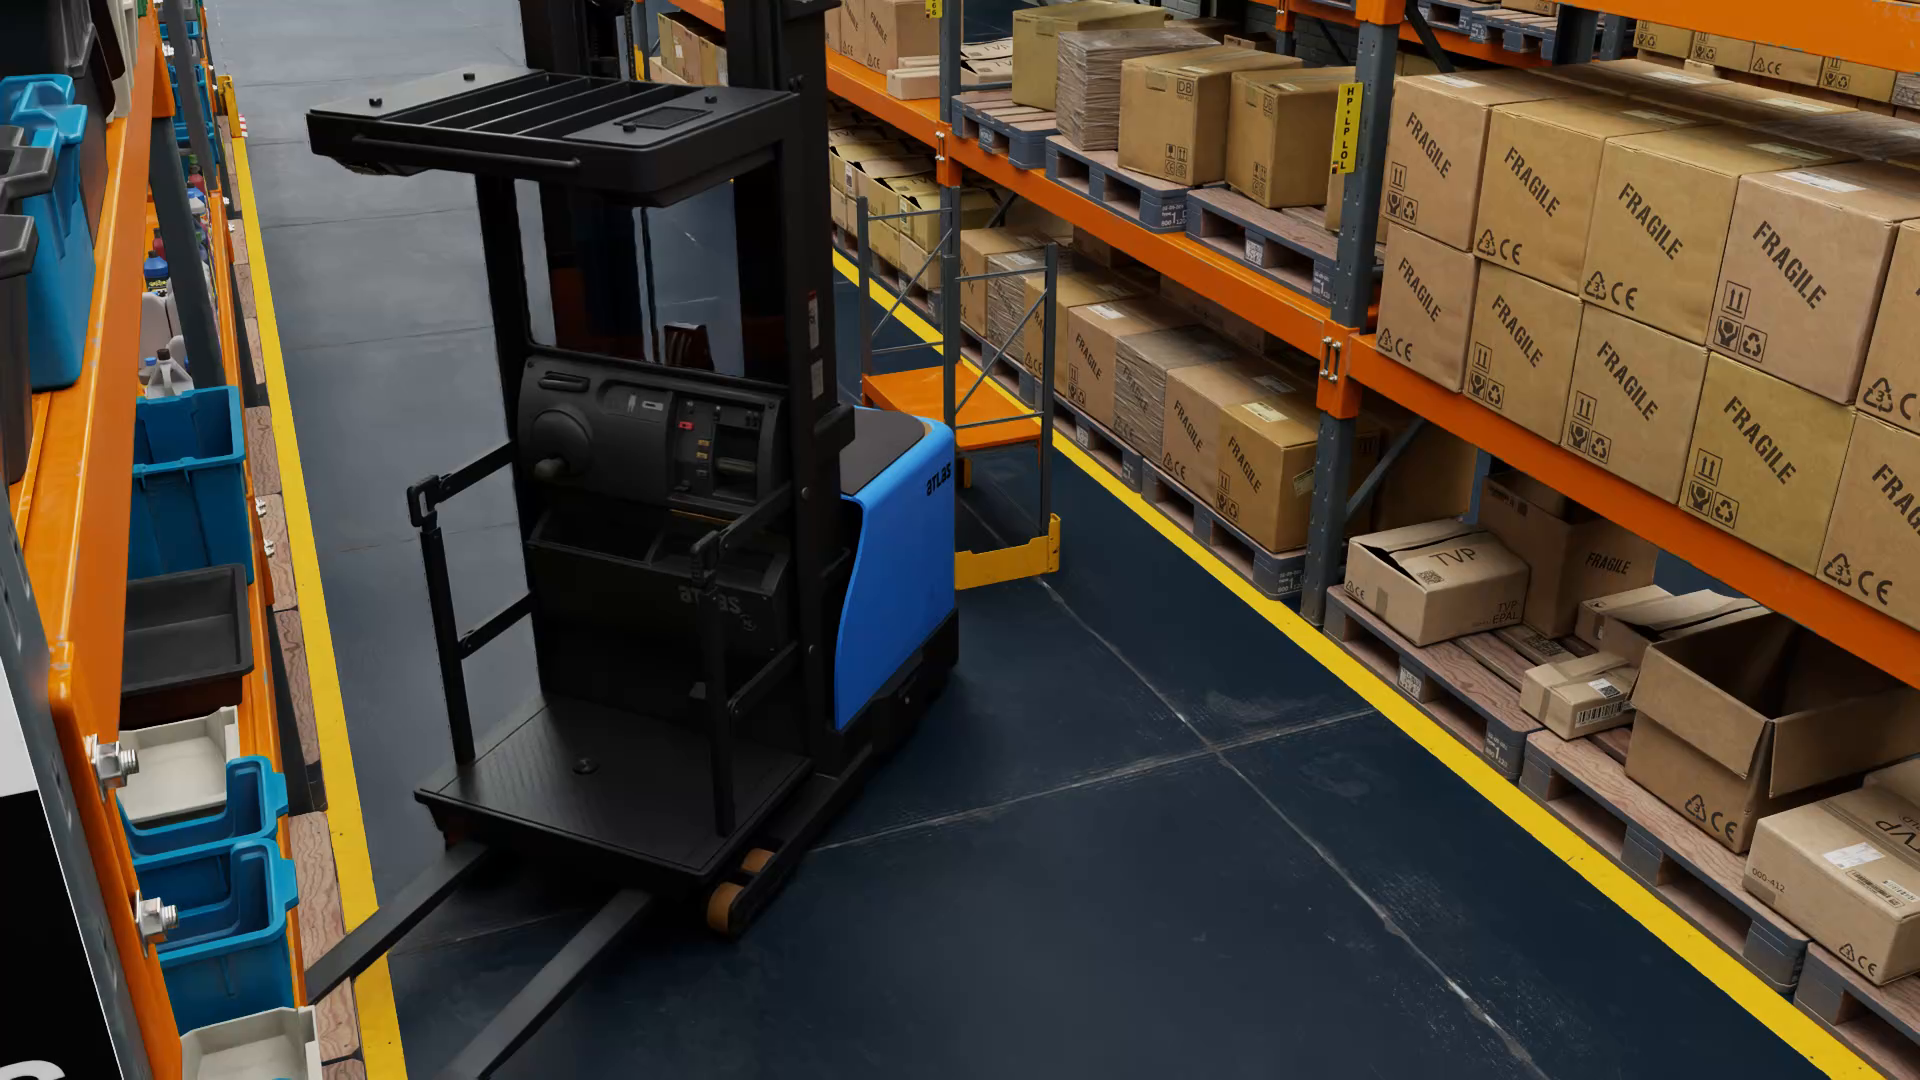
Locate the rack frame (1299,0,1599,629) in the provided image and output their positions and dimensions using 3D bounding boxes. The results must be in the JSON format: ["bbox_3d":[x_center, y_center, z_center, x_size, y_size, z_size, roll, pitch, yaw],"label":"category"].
[{"bbox_3d":[1.929,-1.084,6.552,1.000,3.000,0.127,-11,28,-21],"label":"rack frame"}]

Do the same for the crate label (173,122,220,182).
[{"bbox_3d":[-4.017,-2.009,8.636,0.303,0.233,0.416,-11,28,-21],"label":"crate label"}]

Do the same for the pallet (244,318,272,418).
[{"bbox_3d":[-4.465,-0.916,9.385,1.003,0.211,1.213,-11,28,-21],"label":"pallet"}]

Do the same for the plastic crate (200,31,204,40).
[{"bbox_3d":[-5.852,-3.670,11.918,0.767,0.338,0.504,-11,28,-21],"label":"plastic crate"}]

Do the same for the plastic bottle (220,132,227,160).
[{"bbox_3d":[-6.080,-3.224,13.538,0.152,0.276,0.135,-11,28,-22],"label":"plastic bottle"}]

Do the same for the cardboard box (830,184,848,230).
[{"bbox_3d":[-0.672,-2.441,11.986,0.500,0.250,0.500,-10,28,-20],"label":"cardboard box"}]

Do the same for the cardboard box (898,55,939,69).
[{"bbox_3d":[-0.189,-3.091,10.949,0.380,0.149,0.250,-8,27,-17],"label":"cardboard box"}]

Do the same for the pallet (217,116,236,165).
[{"bbox_3d":[-6.944,-3.475,14.626,1.003,0.211,1.213,-11,28,-21],"label":"pallet"}]

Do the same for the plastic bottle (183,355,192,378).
[{"bbox_3d":[-2.534,-0.535,5.573,0.097,0.271,0.097,0,26,0],"label":"plastic bottle"}]

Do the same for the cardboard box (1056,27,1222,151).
[{"bbox_3d":[0.895,-2.296,8.441,0.700,0.500,0.500,-5,27,-11],"label":"cardboard box"}]

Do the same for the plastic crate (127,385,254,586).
[{"bbox_3d":[-2.134,-0.125,4.536,0.392,0.384,0.575,-11,28,-21],"label":"plastic crate"}]

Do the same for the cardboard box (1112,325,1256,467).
[{"bbox_3d":[1.090,-0.712,8.138,0.500,0.500,0.500,-10,28,-20],"label":"cardboard box"}]

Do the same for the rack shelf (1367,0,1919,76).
[{"bbox_3d":[2.712,-1.302,4.398,1.077,0.370,4.000,-11,28,-21],"label":"rack shelf"}]

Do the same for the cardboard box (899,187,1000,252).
[{"bbox_3d":[-0.070,-2.073,10.594,0.500,0.311,0.500,-10,28,-19],"label":"cardboard box"}]

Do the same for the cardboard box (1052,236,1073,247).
[{"bbox_3d":[0.427,-1.914,10.907,0.500,0.250,0.500,-11,28,-21],"label":"cardboard box"}]

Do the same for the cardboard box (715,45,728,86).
[{"bbox_3d":[-1.772,-3.958,14.237,0.500,0.500,0.500,-11,28,-21],"label":"cardboard box"}]

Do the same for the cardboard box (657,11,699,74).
[{"bbox_3d":[-2.568,-4.763,15.886,0.500,0.500,0.500,-11,28,-21],"label":"cardboard box"}]

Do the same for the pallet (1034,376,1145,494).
[{"bbox_3d":[1.094,-0.646,8.833,1.003,0.211,1.213,-11,28,-21],"label":"pallet"}]

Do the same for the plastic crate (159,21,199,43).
[{"bbox_3d":[-5.045,-3.065,10.628,0.392,0.384,0.575,-11,28,-21],"label":"plastic crate"}]

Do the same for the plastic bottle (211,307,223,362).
[{"bbox_3d":[-2.730,-0.762,6.025,0.061,0.283,0.133,-11,28,-21],"label":"plastic bottle"}]

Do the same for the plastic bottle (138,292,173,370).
[{"bbox_3d":[-2.964,-0.779,6.068,0.152,0.276,0.135,-11,28,-21],"label":"plastic bottle"}]

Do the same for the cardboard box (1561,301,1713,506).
[{"bbox_3d":[2.275,-0.468,5.176,0.500,0.500,0.500,-11,28,-21],"label":"cardboard box"}]

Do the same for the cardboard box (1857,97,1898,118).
[{"bbox_3d":[5.542,-2.551,9.819,0.380,0.149,0.250,-10,28,-19],"label":"cardboard box"}]

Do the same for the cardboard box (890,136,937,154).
[{"bbox_3d":[-0.186,-2.791,12.063,0.500,0.311,0.500,-11,28,-21],"label":"cardboard box"}]

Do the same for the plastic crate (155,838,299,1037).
[{"bbox_3d":[-1.374,0.740,2.937,0.416,0.233,0.300,-11,28,-21],"label":"plastic crate"}]

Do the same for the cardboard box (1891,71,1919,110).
[{"bbox_3d":[5.675,-2.676,9.337,0.500,0.500,0.500,-11,28,-20],"label":"cardboard box"}]

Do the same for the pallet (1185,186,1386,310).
[{"bbox_3d":[1.716,-1.339,7.293,1.003,0.211,1.213,-11,28,-21],"label":"pallet"}]

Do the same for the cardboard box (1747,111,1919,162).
[{"bbox_3d":[2.765,-1.009,5.144,0.500,0.500,0.500,-10,28,-20],"label":"cardboard box"}]

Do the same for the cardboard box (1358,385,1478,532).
[{"bbox_3d":[1.963,-0.396,7.490,0.500,0.500,0.500,-12,28,-23],"label":"cardboard box"}]

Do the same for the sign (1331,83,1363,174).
[{"bbox_3d":[1.419,-1.508,6.100,0.100,0.325,0.005,-11,28,-21],"label":"sign"}]

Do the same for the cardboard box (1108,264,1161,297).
[{"bbox_3d":[1.147,-1.227,9.193,0.500,0.500,0.500,-12,28,-22],"label":"cardboard box"}]

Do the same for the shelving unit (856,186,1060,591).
[{"bbox_3d":[-0.030,-0.705,7.484,0.587,1.500,1.083,-11,28,-21],"label":"shelving unit"}]

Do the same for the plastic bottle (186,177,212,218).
[{"bbox_3d":[-3.618,-1.621,7.877,0.097,0.201,0.097,0,26,0],"label":"plastic bottle"}]

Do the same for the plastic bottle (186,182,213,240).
[{"bbox_3d":[-3.451,-1.480,7.510,0.097,0.271,0.097,0,26,0],"label":"plastic bottle"}]

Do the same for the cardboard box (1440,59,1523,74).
[{"bbox_3d":[4.217,-3.693,13.387,0.500,0.250,0.500,-11,28,-21],"label":"cardboard box"}]

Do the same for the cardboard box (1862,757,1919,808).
[{"bbox_3d":[3.151,0.896,5.128,0.500,0.250,0.500,-11,28,-21],"label":"cardboard box"}]

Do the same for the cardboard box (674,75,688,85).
[{"bbox_3d":[-2.371,-4.224,15.638,0.500,0.250,0.500,-11,28,-21],"label":"cardboard box"}]

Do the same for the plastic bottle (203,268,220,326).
[{"bbox_3d":[-2.935,-0.948,6.420,0.097,0.271,0.097,0,26,0],"label":"plastic bottle"}]

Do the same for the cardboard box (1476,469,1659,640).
[{"bbox_3d":[2.413,0.022,6.633,0.500,0.500,0.500,-11,28,-21],"label":"cardboard box"}]

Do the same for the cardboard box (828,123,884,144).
[{"bbox_3d":[-0.877,-2.898,12.282,0.500,0.311,0.500,-12,28,-22],"label":"cardboard box"}]

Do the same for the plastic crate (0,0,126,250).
[{"bbox_3d":[-1.410,-0.604,2.220,0.504,0.338,0.767,-11,28,-21],"label":"plastic crate"}]

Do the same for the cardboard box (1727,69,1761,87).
[{"bbox_3d":[5.163,-2.970,10.677,0.380,0.149,0.250,-11,28,-21],"label":"cardboard box"}]

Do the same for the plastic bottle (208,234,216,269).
[{"bbox_3d":[-3.261,-1.252,7.123,0.097,0.201,0.097,0,26,0],"label":"plastic bottle"}]

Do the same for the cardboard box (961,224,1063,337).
[{"bbox_3d":[0.277,-1.541,9.834,0.500,0.500,0.500,-9,28,-18],"label":"cardboard box"}]

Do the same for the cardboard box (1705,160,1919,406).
[{"bbox_3d":[2.461,-0.716,4.544,0.500,0.500,0.500,-10,28,-19],"label":"cardboard box"}]

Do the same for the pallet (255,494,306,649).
[{"bbox_3d":[-3.376,0.206,7.087,1.003,0.211,1.213,-11,28,-21],"label":"pallet"}]

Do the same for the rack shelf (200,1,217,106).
[{"bbox_3d":[-6.547,-3.949,13.238,1.077,0.370,4.000,-11,28,-21],"label":"rack shelf"}]

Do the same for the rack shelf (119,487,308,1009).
[{"bbox_3d":[-1.847,0.896,3.316,1.077,0.370,4.000,-11,28,-21],"label":"rack shelf"}]

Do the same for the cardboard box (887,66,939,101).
[{"bbox_3d":[-0.244,-2.902,10.561,0.380,0.149,0.250,-11,28,-21],"label":"cardboard box"}]

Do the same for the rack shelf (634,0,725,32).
[{"bbox_3d":[-1.988,-4.798,14.978,1.077,0.370,4.000,-11,28,-21],"label":"rack shelf"}]

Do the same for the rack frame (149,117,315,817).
[{"bbox_3d":[-2.631,-0.235,4.812,1.000,3.000,0.127,-11,28,-21],"label":"rack frame"}]

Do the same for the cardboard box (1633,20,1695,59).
[{"bbox_3d":[4.873,-3.499,11.023,0.500,0.500,0.500,-10,28,-19],"label":"cardboard box"}]

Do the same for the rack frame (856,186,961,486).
[{"bbox_3d":[-0.232,-0.914,7.912,0.500,1.500,0.032,-11,28,-21],"label":"rack frame"}]

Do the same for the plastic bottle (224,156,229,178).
[{"bbox_3d":[-5.772,-2.945,12.881,0.144,0.351,0.185,-12,28,-23],"label":"plastic bottle"}]

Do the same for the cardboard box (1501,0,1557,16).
[{"bbox_3d":[4.482,-4.203,12.325,0.700,0.500,0.500,-13,29,-25],"label":"cardboard box"}]

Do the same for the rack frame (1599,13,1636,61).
[{"bbox_3d":[4.919,-3.552,11.606,1.000,3.000,0.127,-11,28,-21],"label":"rack frame"}]

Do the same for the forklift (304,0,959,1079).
[{"bbox_3d":[-1.062,-0.291,5.005,1.130,2.935,3.031,11,28,21],"label":"forklift"}]
